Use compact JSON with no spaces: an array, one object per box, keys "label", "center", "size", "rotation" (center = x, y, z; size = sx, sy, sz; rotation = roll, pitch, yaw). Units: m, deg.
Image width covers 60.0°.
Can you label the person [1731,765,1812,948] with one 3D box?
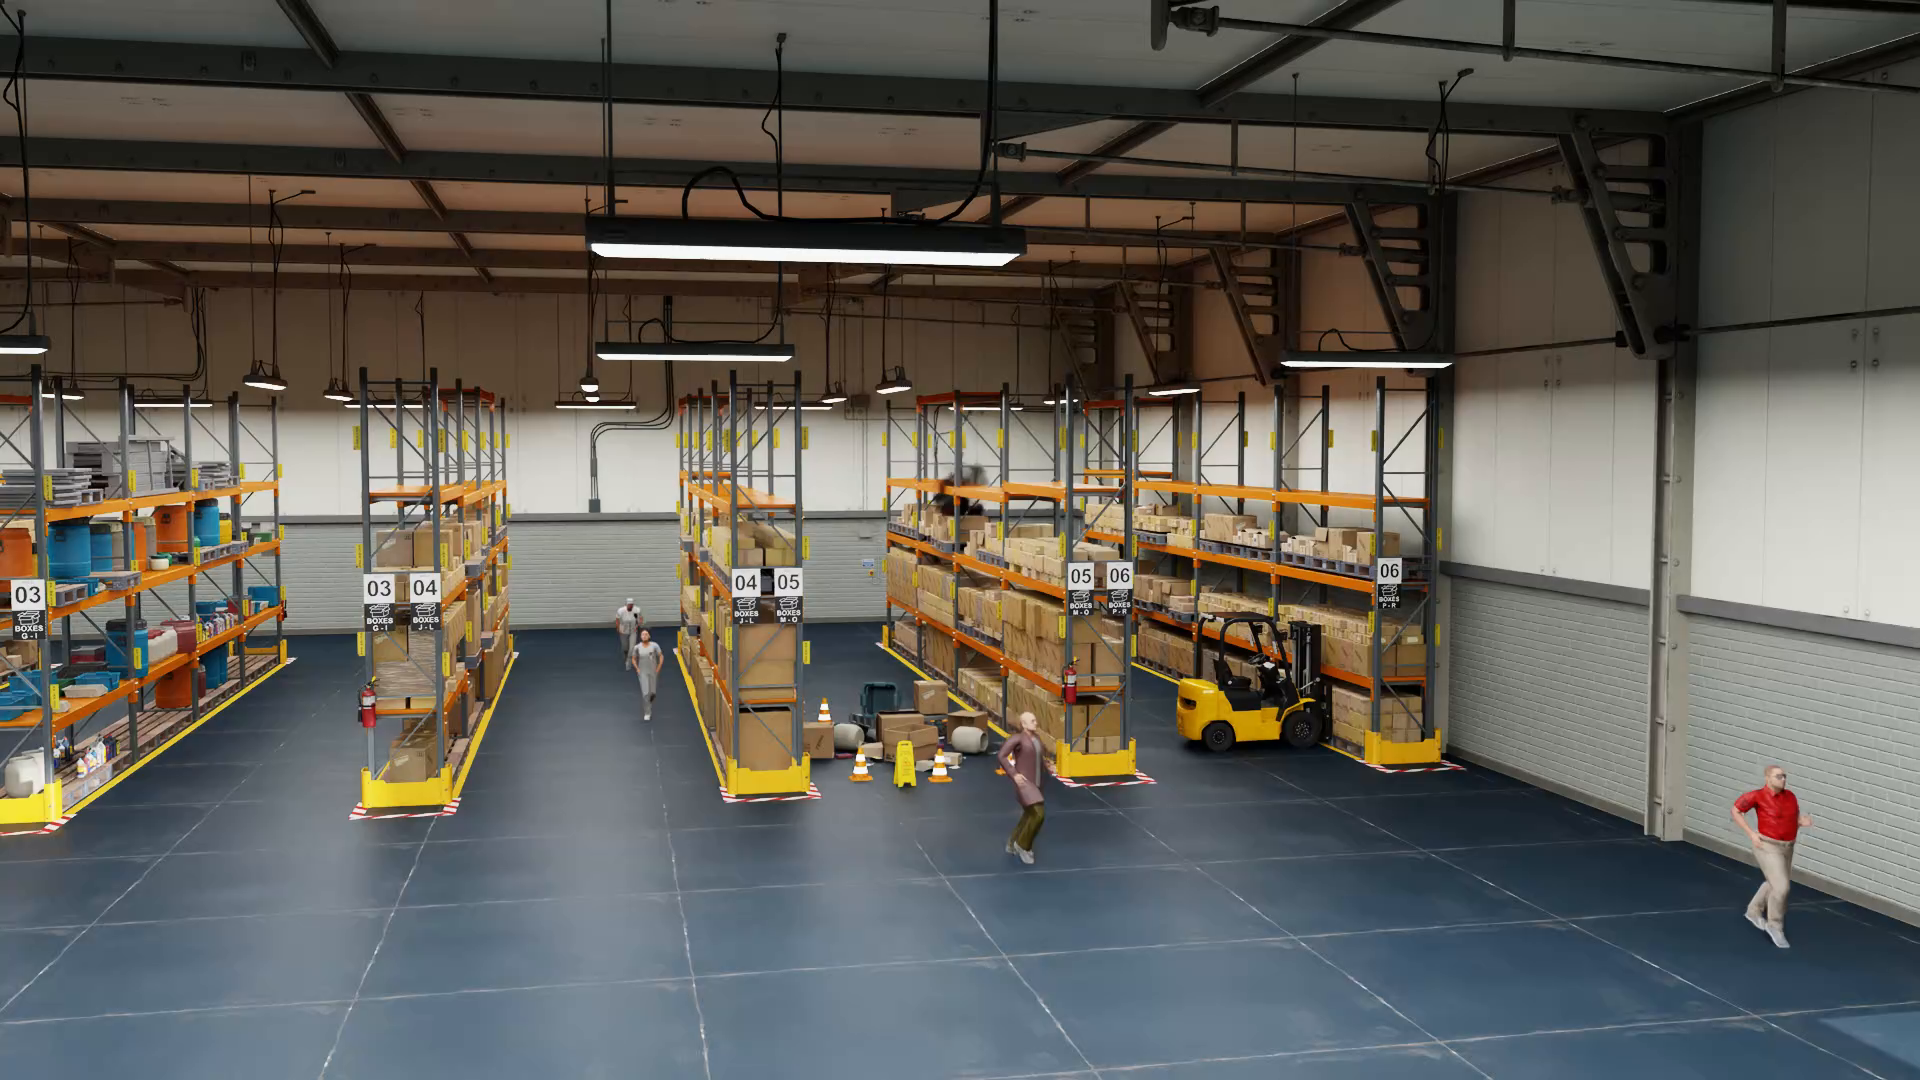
[{"label":"person","center":[8.172,3.157,16.682],"size":[0.639,1.798,0.745],"rotation":[-2,4,-24]}]

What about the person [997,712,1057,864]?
[{"label":"person","center":[0.825,2.963,19.782],"size":[0.687,1.827,0.687],"rotation":[2,4,34]}]

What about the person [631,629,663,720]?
[{"label":"person","center":[-5.640,2.409,29.990],"size":[0.567,1.636,0.547],"rotation":[-1,3,-10]}]

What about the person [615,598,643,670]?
[{"label":"person","center":[-7.273,2.058,36.566],"size":[0.604,1.611,0.842],"rotation":[-1,4,-21]}]
